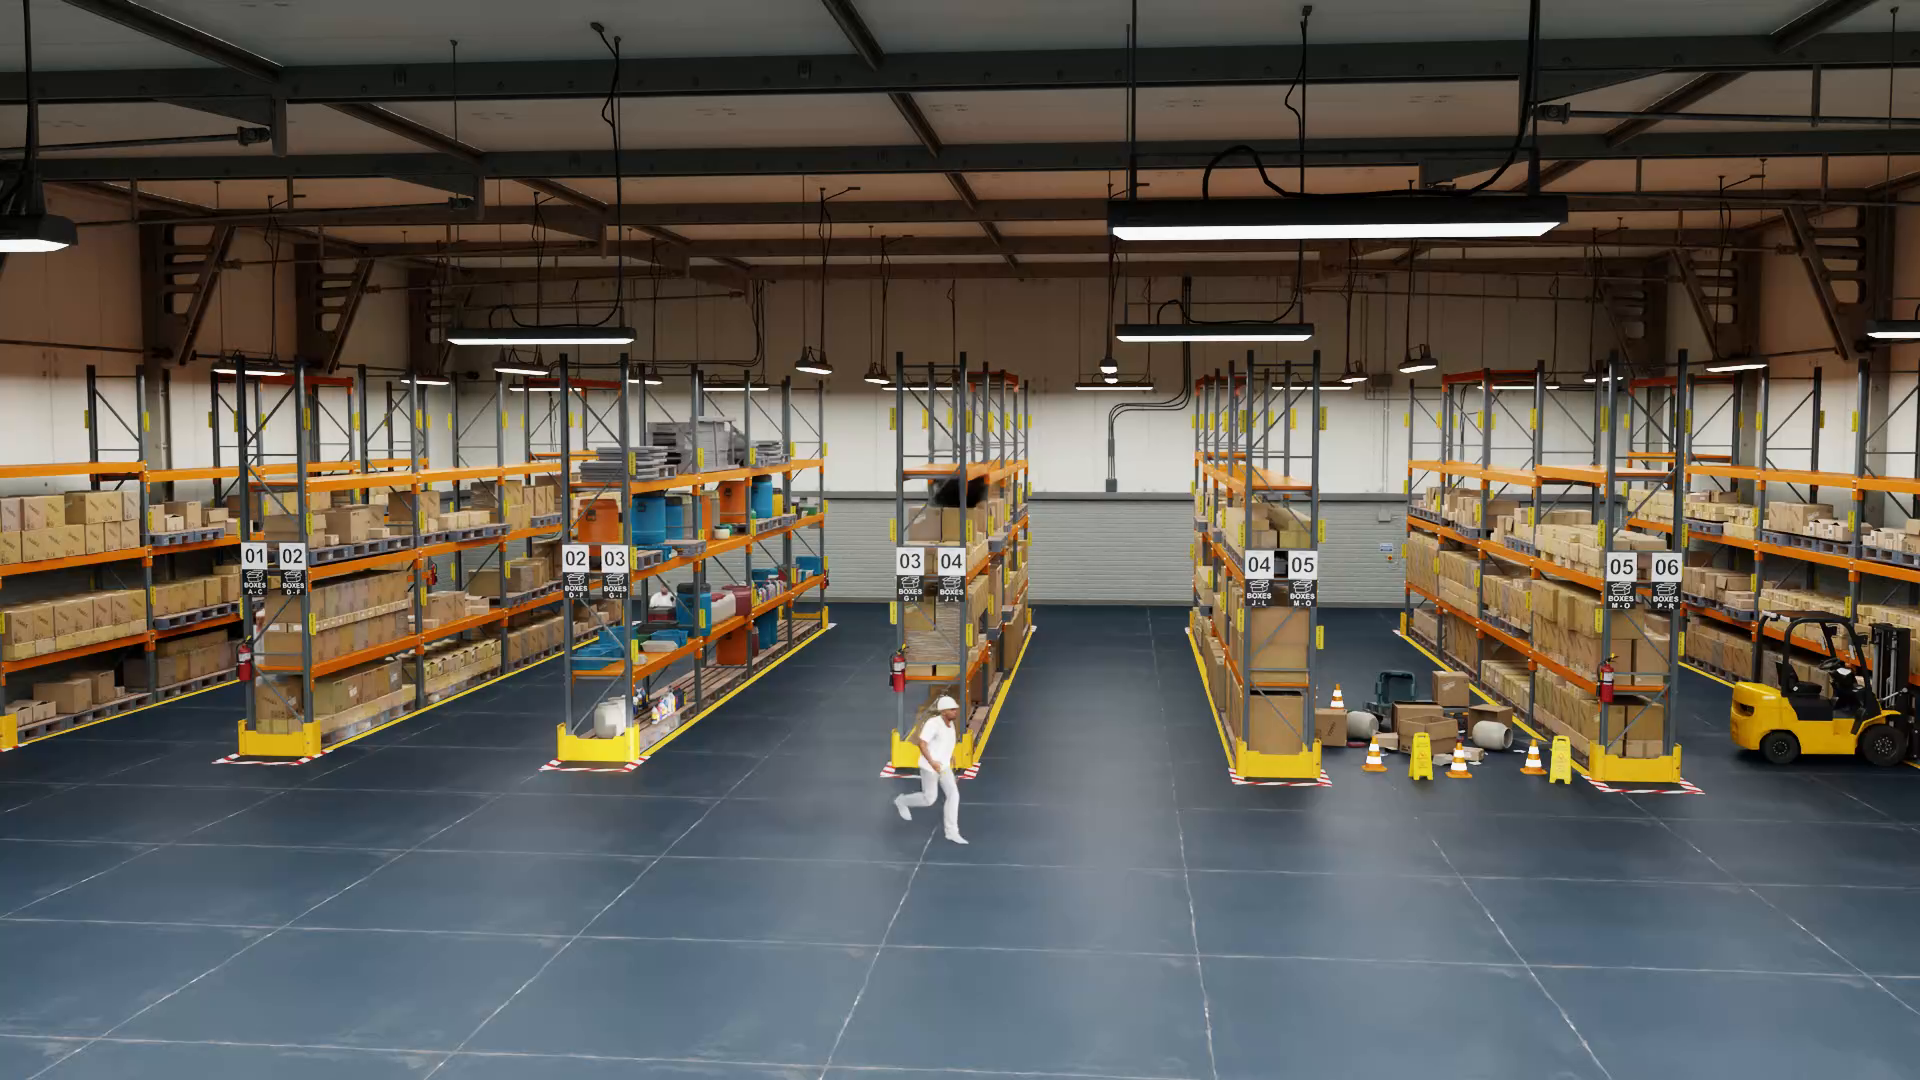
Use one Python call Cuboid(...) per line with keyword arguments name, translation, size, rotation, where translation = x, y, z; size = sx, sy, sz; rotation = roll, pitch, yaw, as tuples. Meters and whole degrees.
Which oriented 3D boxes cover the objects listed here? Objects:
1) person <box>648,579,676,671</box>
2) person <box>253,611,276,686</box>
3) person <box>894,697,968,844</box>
Cuboid(name="person", translation=(-6.009, 1.702, 33.804), size=(0.654, 1.798, 0.896), rotation=(0, 4, -4))
Cuboid(name="person", translation=(-11.978, 2.087, 28.627), size=(0.631, 1.779, 0.954), rotation=(-1, 4, -10))
Cuboid(name="person", translation=(-0.332, 2.738, 19.963), size=(1.018, 1.753, 0.700), rotation=(3, 5, 33))
